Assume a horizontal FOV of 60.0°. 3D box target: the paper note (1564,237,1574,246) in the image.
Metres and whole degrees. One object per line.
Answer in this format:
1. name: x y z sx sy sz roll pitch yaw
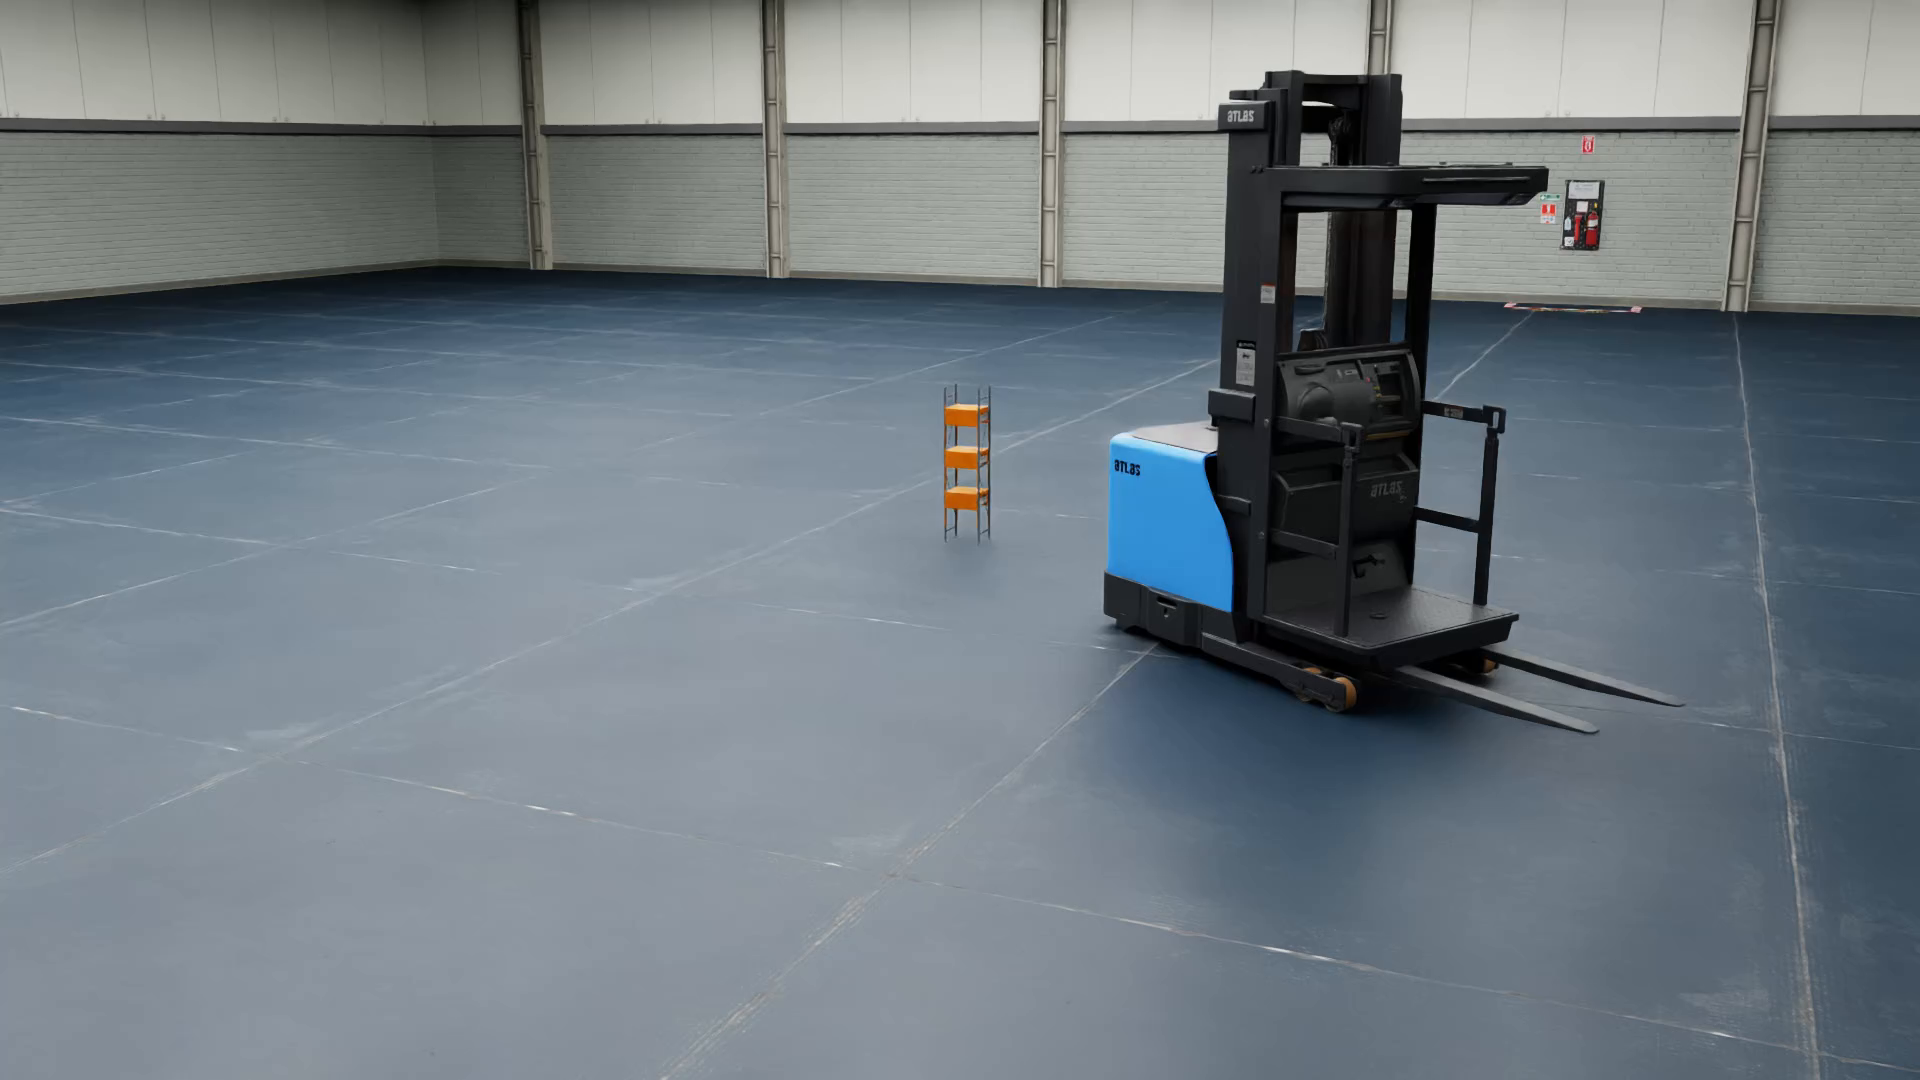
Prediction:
1. paper note: 10.326 -5.060 28.181 0.142 0.148 0.016 6 14 23

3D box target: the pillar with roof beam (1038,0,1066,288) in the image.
1. pillar with roof beam: -0.011 -8.353 27.155 0.400 9.000 9.100 6 14 23

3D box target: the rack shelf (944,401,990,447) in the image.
1. rack shelf: 0.049 -0.772 11.051 0.240 0.259 0.215 6 14 23

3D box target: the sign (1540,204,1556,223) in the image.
1. sign: 9.996 -5.548 28.255 0.234 0.329 0.001 6 14 23

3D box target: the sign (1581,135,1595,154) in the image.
1. sign: 10.493 -6.608 27.776 0.199 0.298 0.001 6 14 23

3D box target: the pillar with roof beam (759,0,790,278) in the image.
1. pillar with roof beam: -5.497 -8.908 29.521 0.400 9.000 9.100 6 14 23

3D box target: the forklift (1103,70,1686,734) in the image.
1. forklift: 2.038 -0.740 7.995 1.130 2.935 3.031 -9 16 -33

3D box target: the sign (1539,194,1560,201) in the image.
1. sign: 9.997 -5.804 28.184 0.331 0.109 0.001 6 14 23

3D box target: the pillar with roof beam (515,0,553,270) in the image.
1. pillar with roof beam: -10.983 -9.464 31.887 0.400 9.000 9.100 6 14 23

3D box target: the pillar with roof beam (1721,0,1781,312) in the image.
1. pillar with roof beam: 10.960 -7.243 22.423 0.400 9.000 9.100 6 14 23

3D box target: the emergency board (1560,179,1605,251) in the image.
1. emergency board: 10.460 -5.458 27.949 0.643 1.169 0.194 6 14 23

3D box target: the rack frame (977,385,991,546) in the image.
1. rack frame: 0.160 -0.495 11.066 0.008 1.050 0.200 6 14 23

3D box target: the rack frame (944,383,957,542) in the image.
1. rack frame: -0.063 -0.517 11.162 0.008 1.050 0.200 6 14 23

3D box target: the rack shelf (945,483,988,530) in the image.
1. rack shelf: 0.049 -0.225 11.180 0.240 0.259 0.215 6 14 23

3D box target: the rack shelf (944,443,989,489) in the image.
1. rack shelf: 0.049 -0.496 11.116 0.240 0.259 0.215 6 14 23

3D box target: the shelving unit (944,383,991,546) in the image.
1. shelving unit: 0.049 -0.506 11.114 0.252 1.050 0.215 6 14 23

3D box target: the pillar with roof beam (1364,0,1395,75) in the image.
1. pillar with roof beam: 5.475 -7.798 24.789 0.400 9.000 9.100 6 14 23
